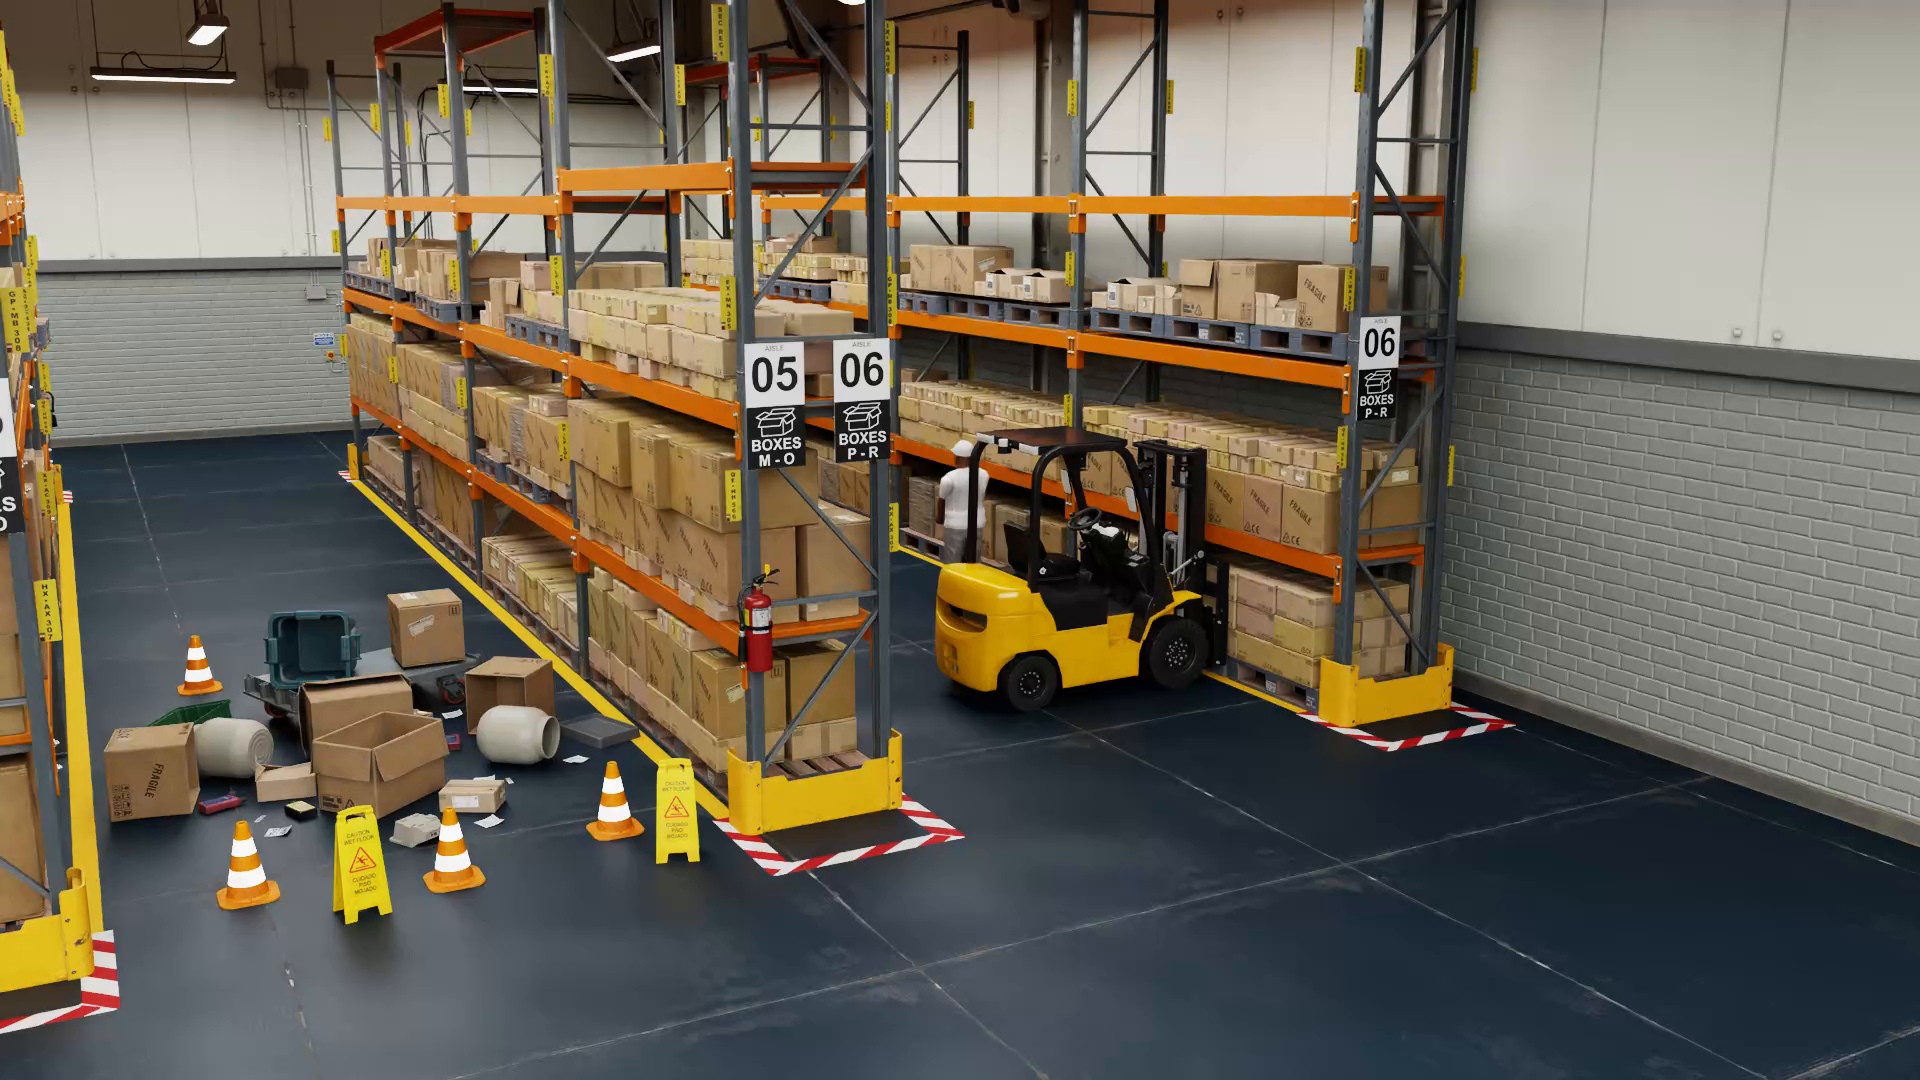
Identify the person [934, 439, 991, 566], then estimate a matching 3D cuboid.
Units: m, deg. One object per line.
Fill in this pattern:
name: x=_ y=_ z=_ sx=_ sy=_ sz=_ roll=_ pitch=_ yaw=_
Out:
person: x=0.015 y=-0.124 z=16.514 sx=0.629 sy=1.759 sz=0.455 roll=-7 pitch=13 yaw=-29
